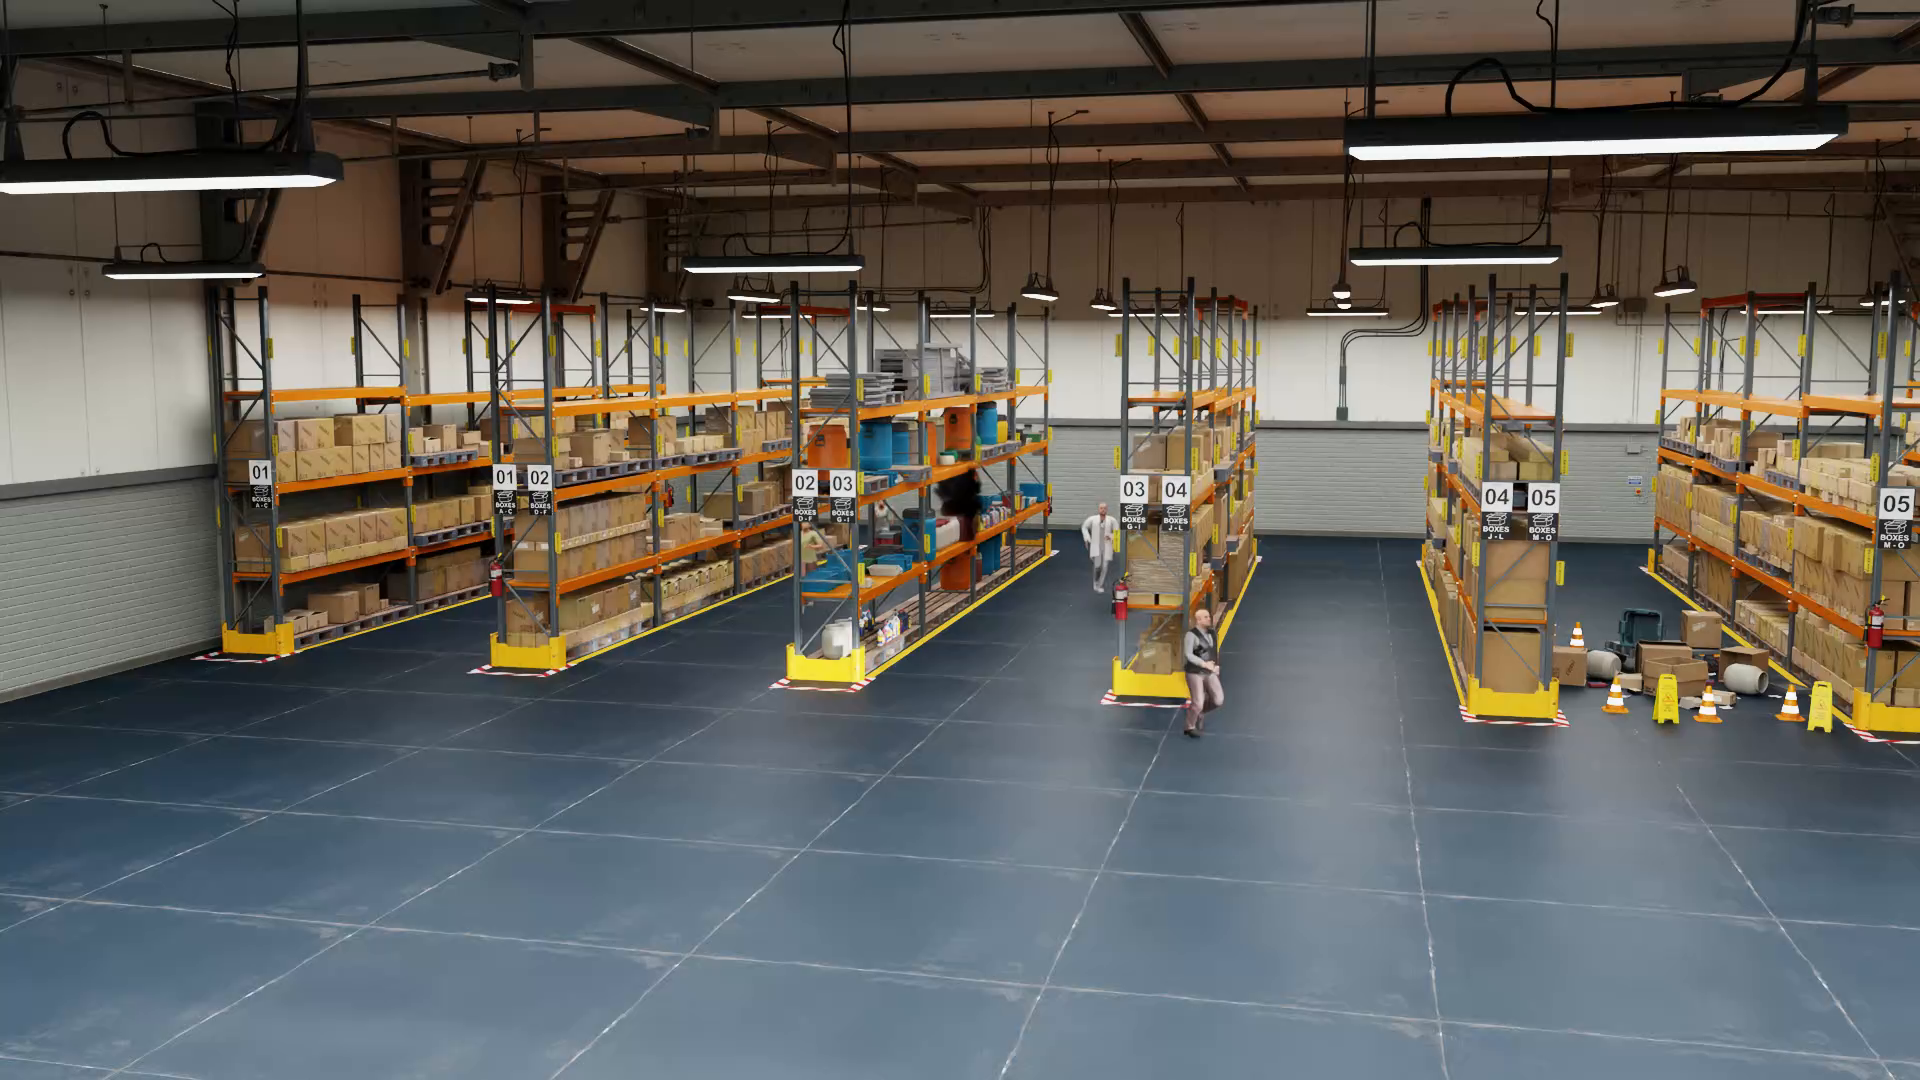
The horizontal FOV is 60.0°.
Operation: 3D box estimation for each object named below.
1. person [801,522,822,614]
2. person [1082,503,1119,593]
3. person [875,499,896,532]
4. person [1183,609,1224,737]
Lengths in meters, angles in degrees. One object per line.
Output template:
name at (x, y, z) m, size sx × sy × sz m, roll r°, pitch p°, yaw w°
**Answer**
person at (-2.737, 0.459, 30.094) m, size 0.547 × 1.750 × 0.709 m, roll 1°, pitch 7°, yaw 11°
person at (2.724, 0.163, 32.049) m, size 0.714 × 1.747 × 0.607 m, roll 0°, pitch 7°, yaw -2°
person at (-1.786, -0.245, 38.504) m, size 0.548 × 1.585 × 0.846 m, roll 1°, pitch 7°, yaw 10°
person at (3.144, 1.718, 21.373) m, size 0.642 × 1.675 × 0.652 m, roll -5°, pitch 8°, yaw -37°
